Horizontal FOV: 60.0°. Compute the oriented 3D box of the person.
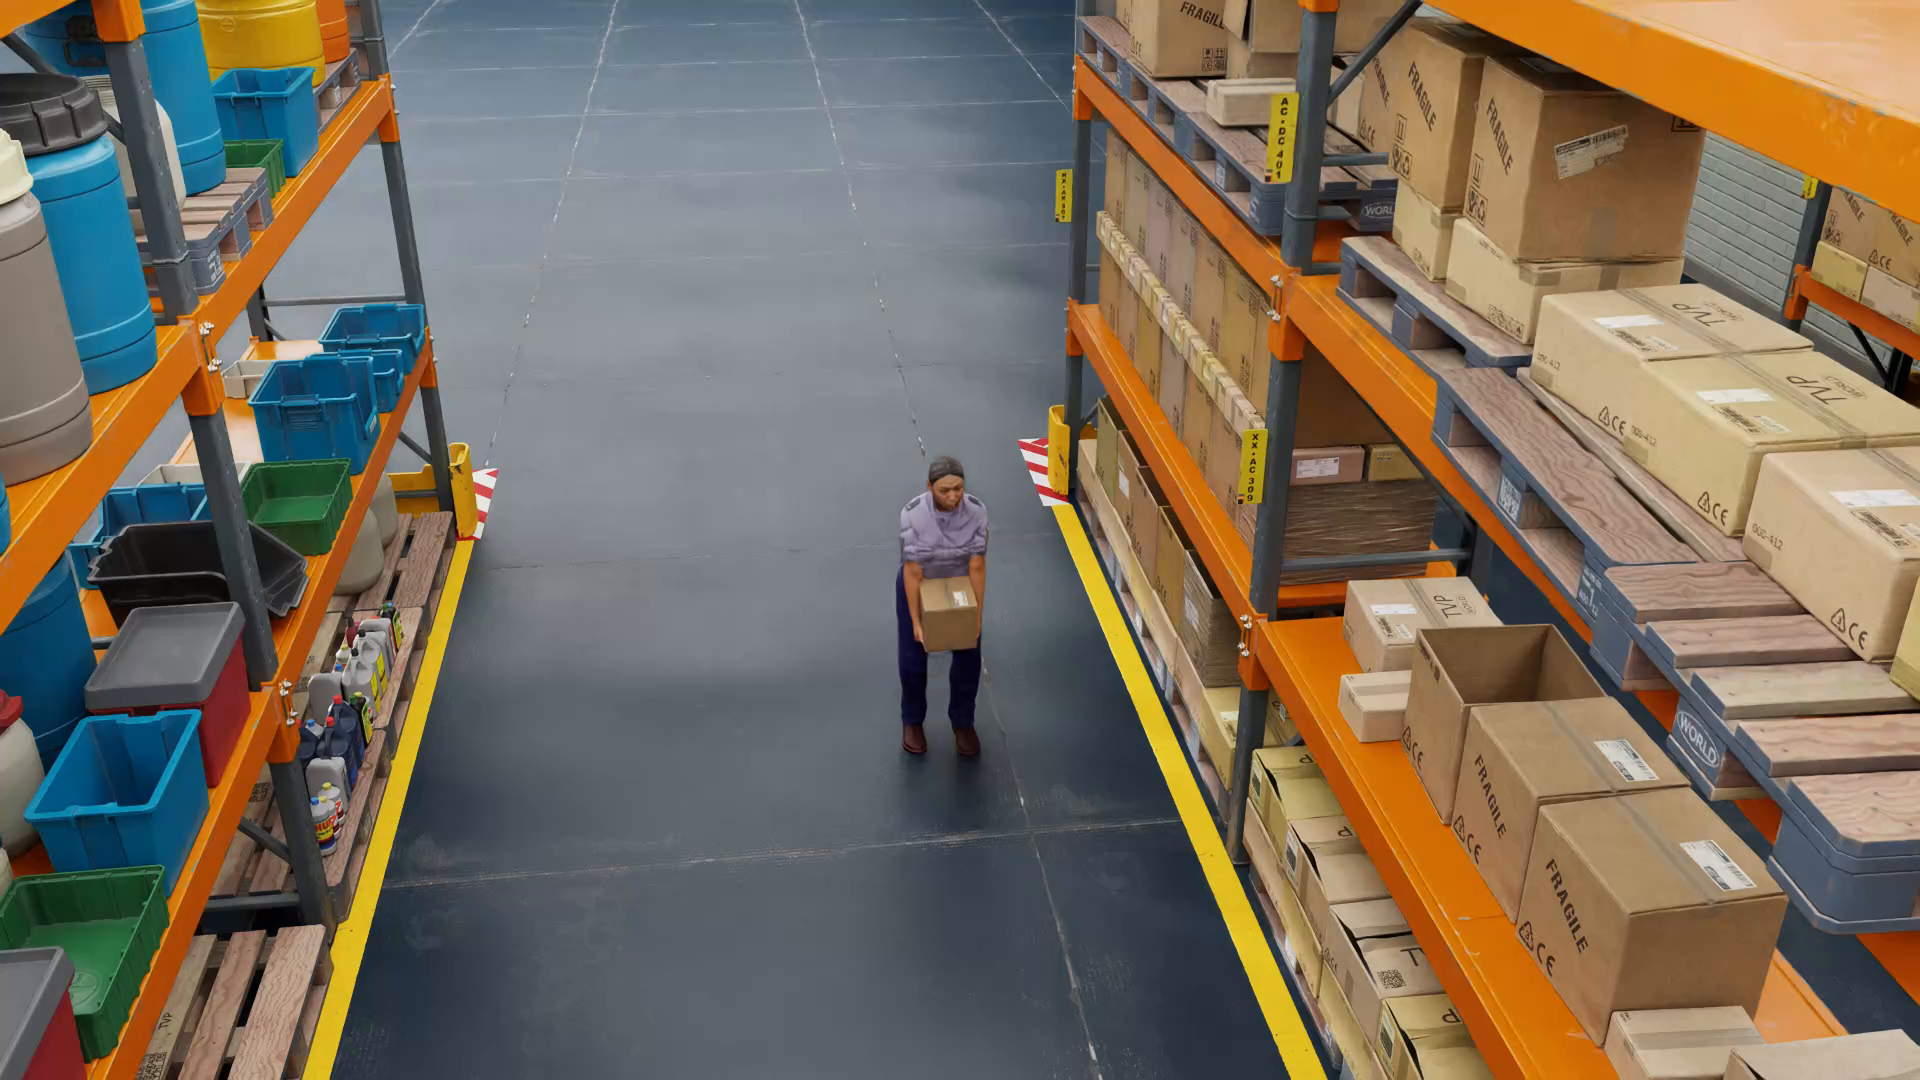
[{"bbox_3d":[-0.088,0.267,8.110,0.557,1.651,0.425,-5,28,-10],"label":"person"}]
